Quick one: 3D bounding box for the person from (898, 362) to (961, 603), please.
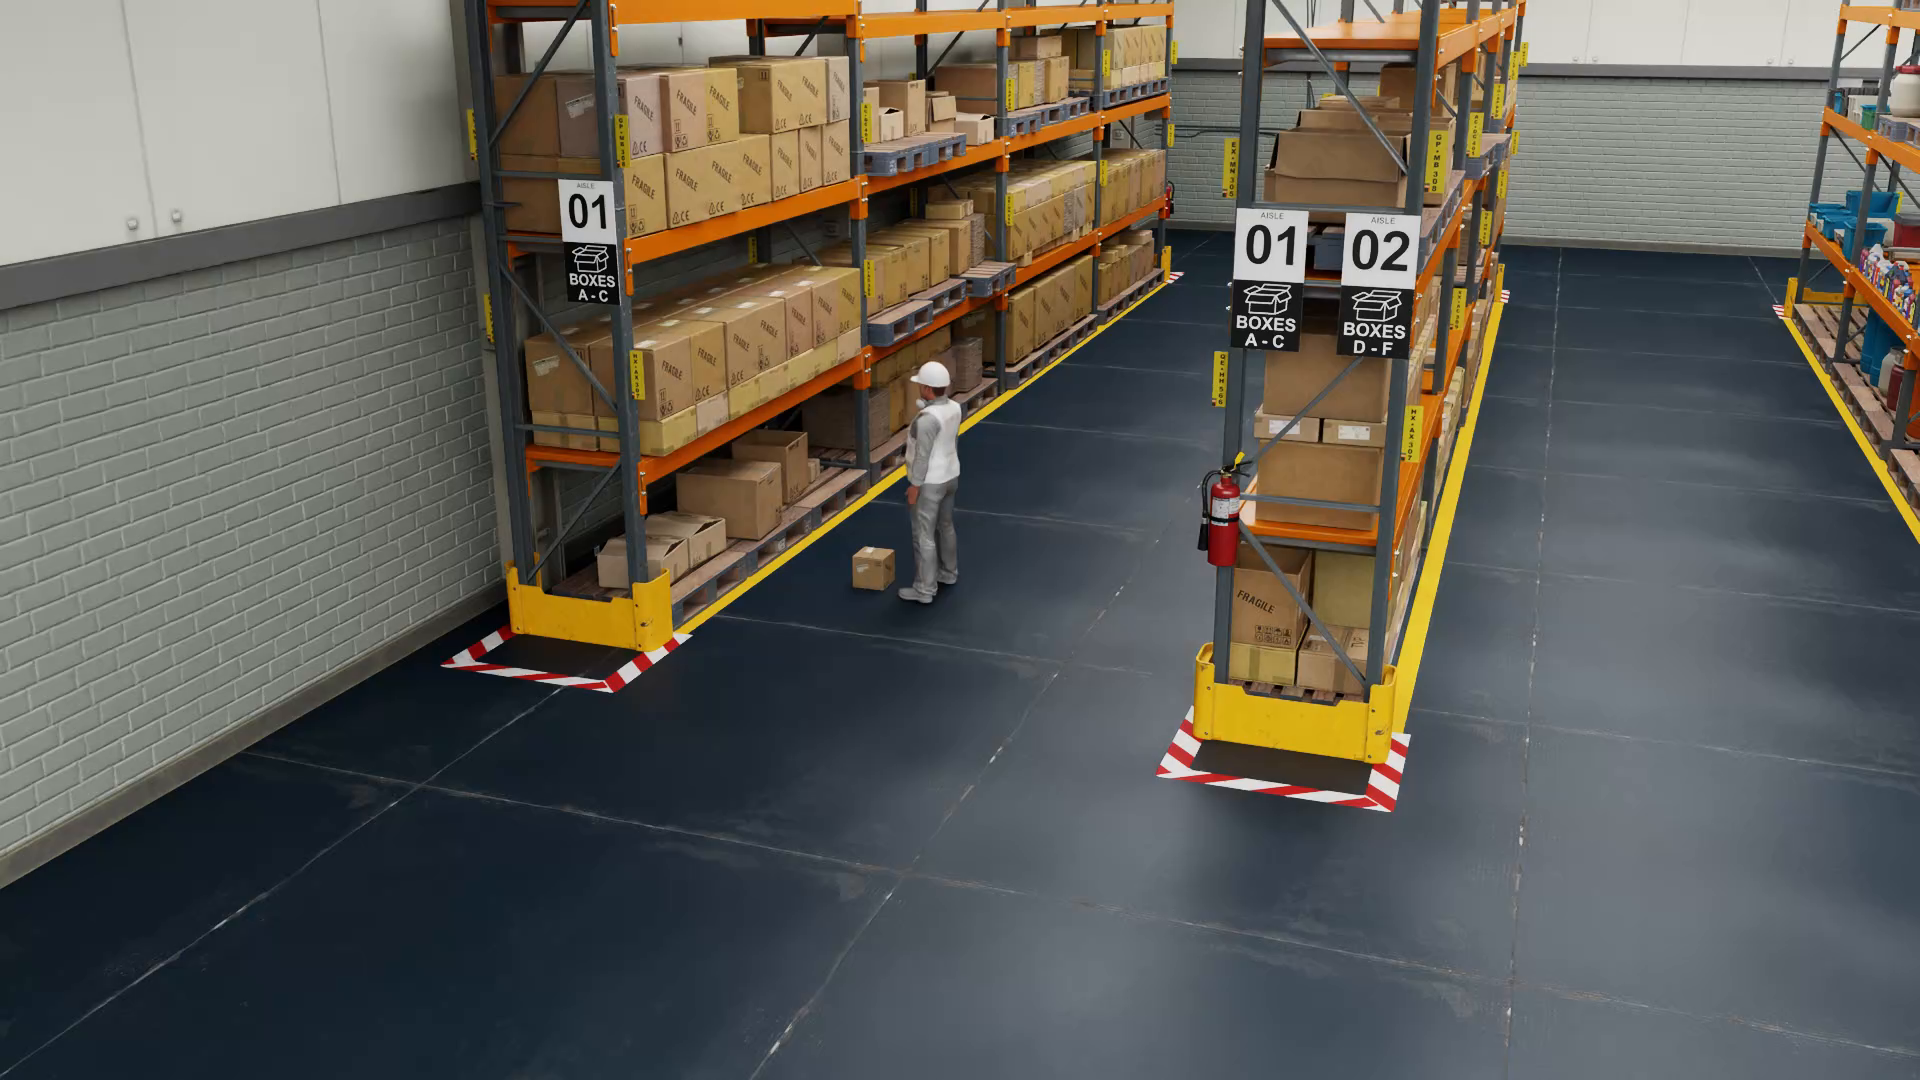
[{"bbox_3d":[-0.229,-0.454,12.361,0.394,1.778,0.589,10,21,26],"label":"person"}]
